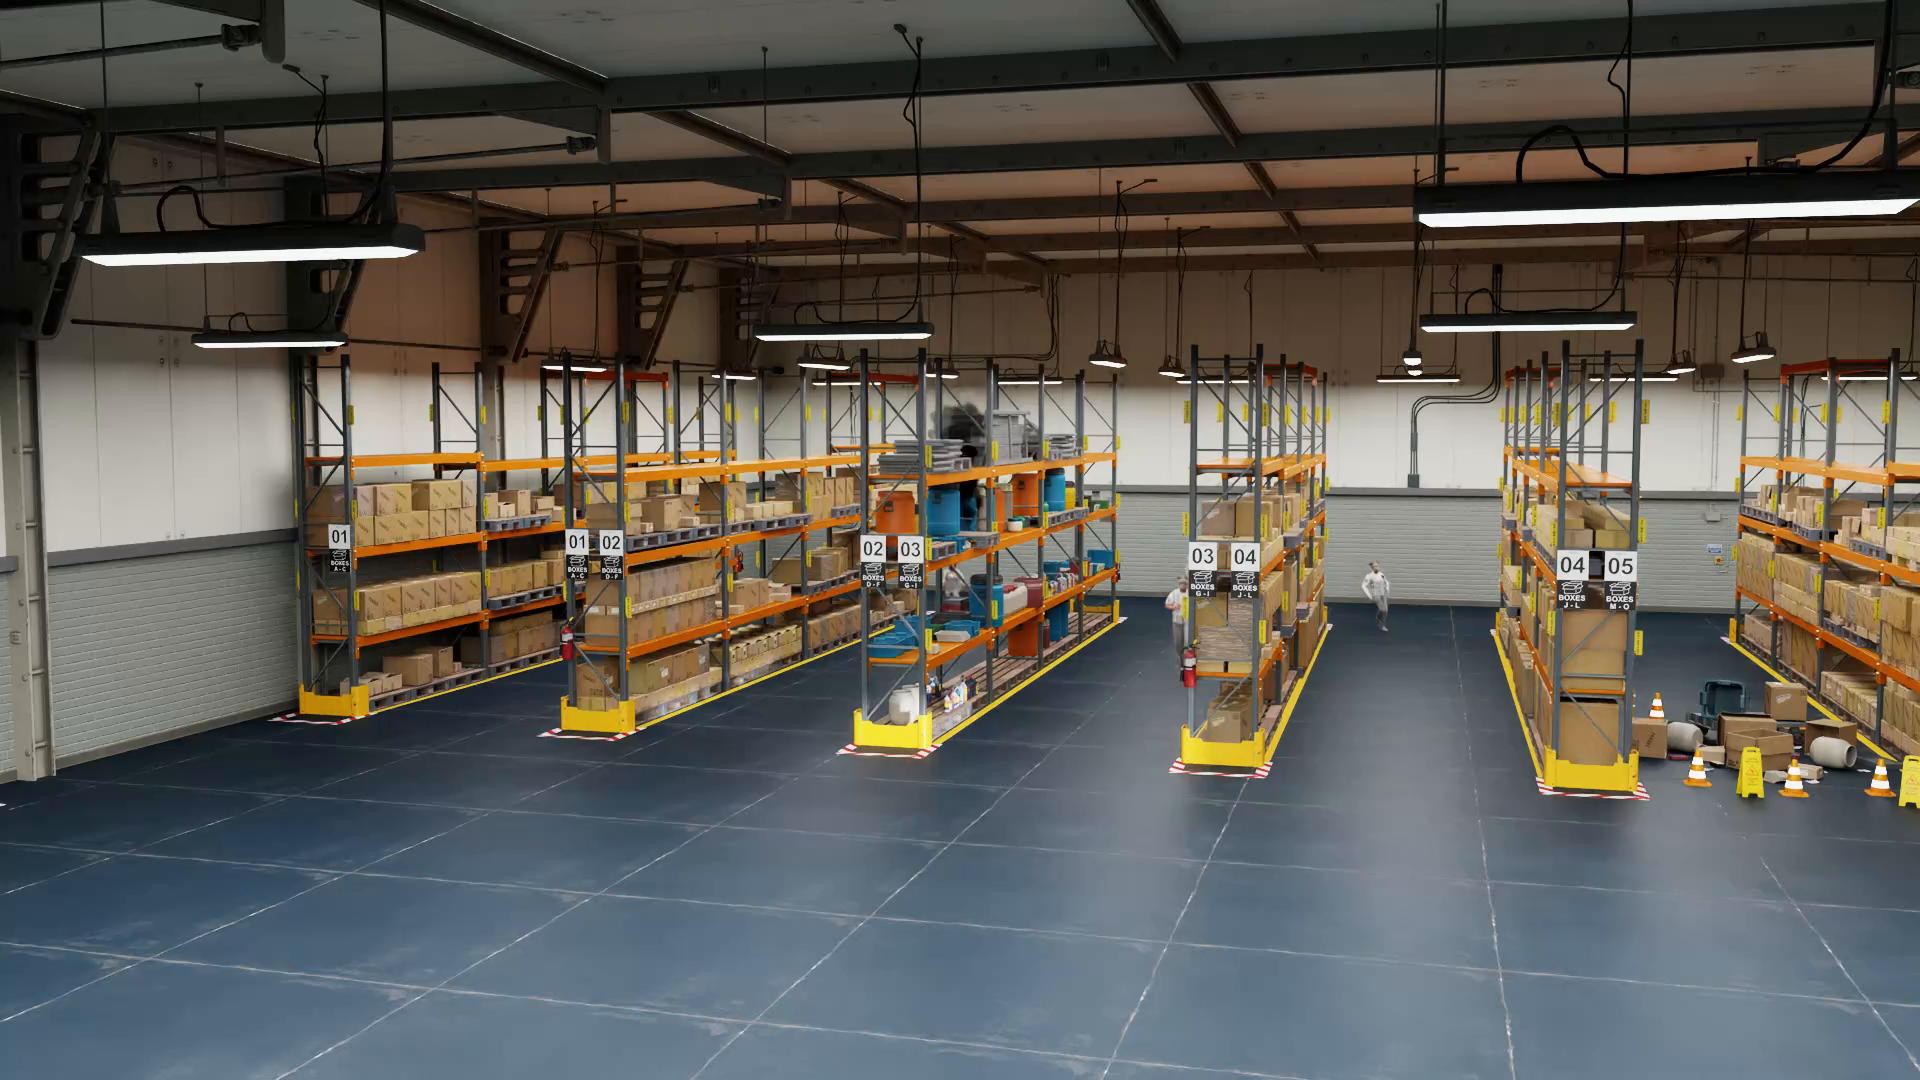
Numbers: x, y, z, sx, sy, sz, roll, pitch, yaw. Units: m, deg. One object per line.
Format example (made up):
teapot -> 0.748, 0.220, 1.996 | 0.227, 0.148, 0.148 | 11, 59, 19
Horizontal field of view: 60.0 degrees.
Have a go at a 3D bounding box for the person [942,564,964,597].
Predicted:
person -> -0.199, 1.265, 39.262 | 0.523, 1.631, 0.700 | 1, 4, 9

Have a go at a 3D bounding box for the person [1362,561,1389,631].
person -> 9.733, 1.300, 38.645 | 0.668, 1.630, 0.496 | -1, 4, -16

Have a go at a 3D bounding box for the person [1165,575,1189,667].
person -> 4.193, 1.553, 31.297 | 0.664, 1.807, 0.821 | 1, 4, 10
